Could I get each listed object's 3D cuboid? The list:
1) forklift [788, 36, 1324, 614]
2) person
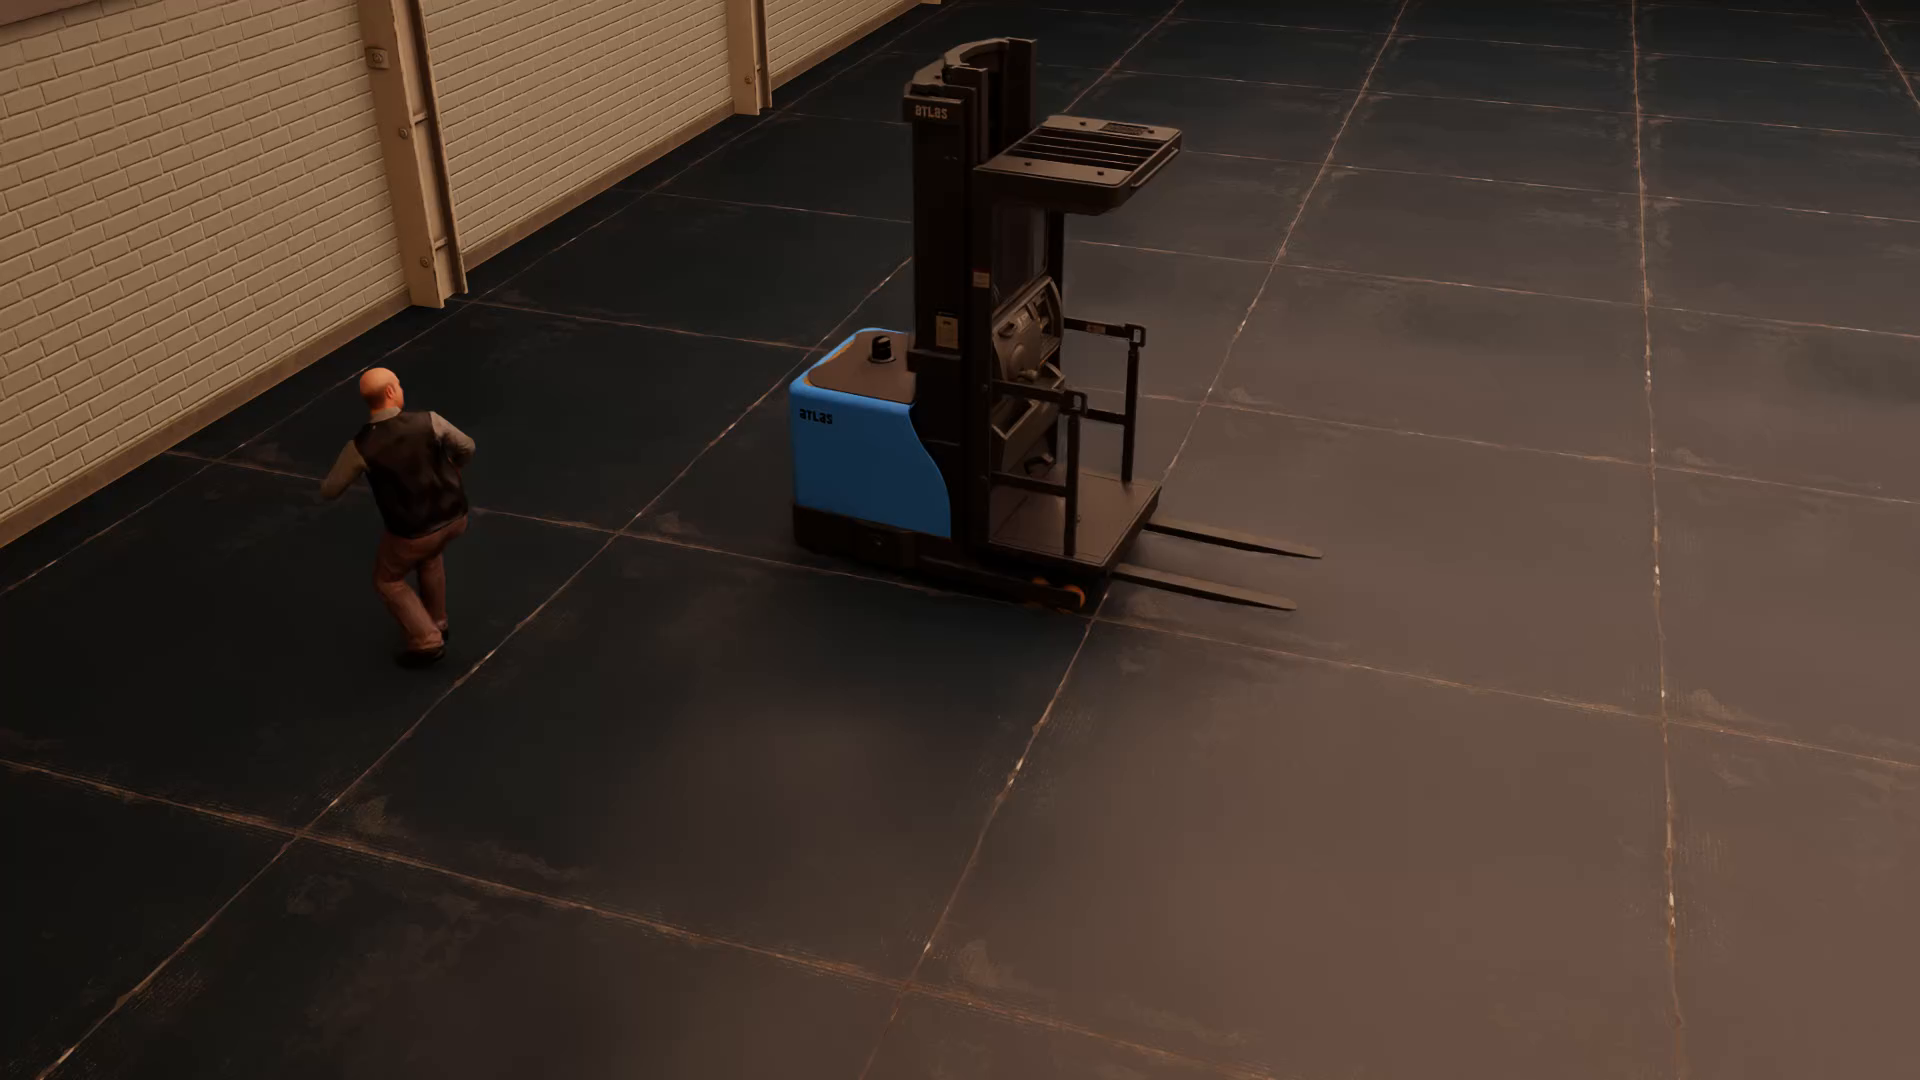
[{"bbox_3d":[0.562,-1.155,9.162,3.031,2.935,1.130,12,32,20],"label":"forklift"},{"bbox_3d":[-2.931,-0.157,8.728,0.716,1.640,0.777,24,38,36],"label":"person"}]
